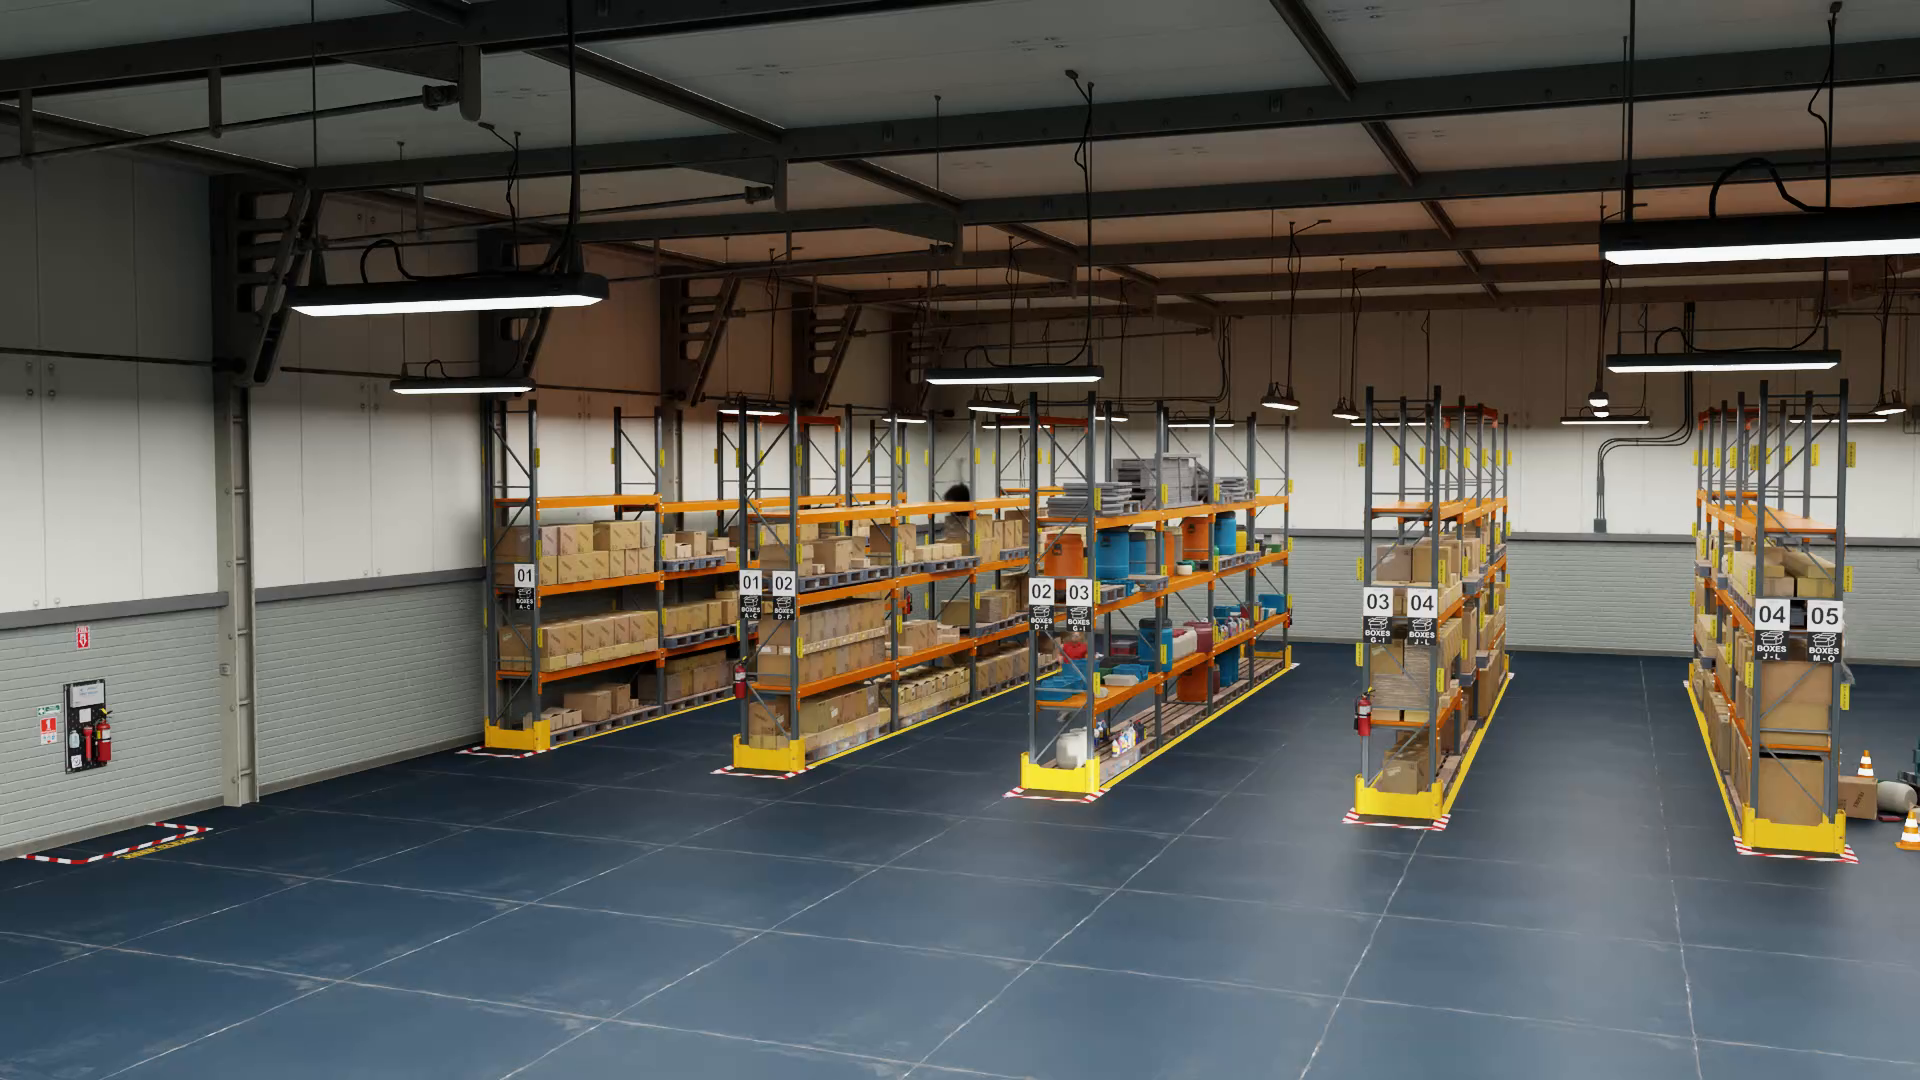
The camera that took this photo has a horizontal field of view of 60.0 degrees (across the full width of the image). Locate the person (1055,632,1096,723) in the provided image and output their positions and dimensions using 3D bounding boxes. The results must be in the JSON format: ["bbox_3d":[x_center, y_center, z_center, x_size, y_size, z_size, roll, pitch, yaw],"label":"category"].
[{"bbox_3d":[2.146,2.595,31.716,0.756,1.753,0.856,2,3,32],"label":"person"}]

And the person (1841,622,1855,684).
[{"bbox_3d":[19.167,2.332,36.425,0.820,1.784,0.594,1,3,15],"label":"person"}]
